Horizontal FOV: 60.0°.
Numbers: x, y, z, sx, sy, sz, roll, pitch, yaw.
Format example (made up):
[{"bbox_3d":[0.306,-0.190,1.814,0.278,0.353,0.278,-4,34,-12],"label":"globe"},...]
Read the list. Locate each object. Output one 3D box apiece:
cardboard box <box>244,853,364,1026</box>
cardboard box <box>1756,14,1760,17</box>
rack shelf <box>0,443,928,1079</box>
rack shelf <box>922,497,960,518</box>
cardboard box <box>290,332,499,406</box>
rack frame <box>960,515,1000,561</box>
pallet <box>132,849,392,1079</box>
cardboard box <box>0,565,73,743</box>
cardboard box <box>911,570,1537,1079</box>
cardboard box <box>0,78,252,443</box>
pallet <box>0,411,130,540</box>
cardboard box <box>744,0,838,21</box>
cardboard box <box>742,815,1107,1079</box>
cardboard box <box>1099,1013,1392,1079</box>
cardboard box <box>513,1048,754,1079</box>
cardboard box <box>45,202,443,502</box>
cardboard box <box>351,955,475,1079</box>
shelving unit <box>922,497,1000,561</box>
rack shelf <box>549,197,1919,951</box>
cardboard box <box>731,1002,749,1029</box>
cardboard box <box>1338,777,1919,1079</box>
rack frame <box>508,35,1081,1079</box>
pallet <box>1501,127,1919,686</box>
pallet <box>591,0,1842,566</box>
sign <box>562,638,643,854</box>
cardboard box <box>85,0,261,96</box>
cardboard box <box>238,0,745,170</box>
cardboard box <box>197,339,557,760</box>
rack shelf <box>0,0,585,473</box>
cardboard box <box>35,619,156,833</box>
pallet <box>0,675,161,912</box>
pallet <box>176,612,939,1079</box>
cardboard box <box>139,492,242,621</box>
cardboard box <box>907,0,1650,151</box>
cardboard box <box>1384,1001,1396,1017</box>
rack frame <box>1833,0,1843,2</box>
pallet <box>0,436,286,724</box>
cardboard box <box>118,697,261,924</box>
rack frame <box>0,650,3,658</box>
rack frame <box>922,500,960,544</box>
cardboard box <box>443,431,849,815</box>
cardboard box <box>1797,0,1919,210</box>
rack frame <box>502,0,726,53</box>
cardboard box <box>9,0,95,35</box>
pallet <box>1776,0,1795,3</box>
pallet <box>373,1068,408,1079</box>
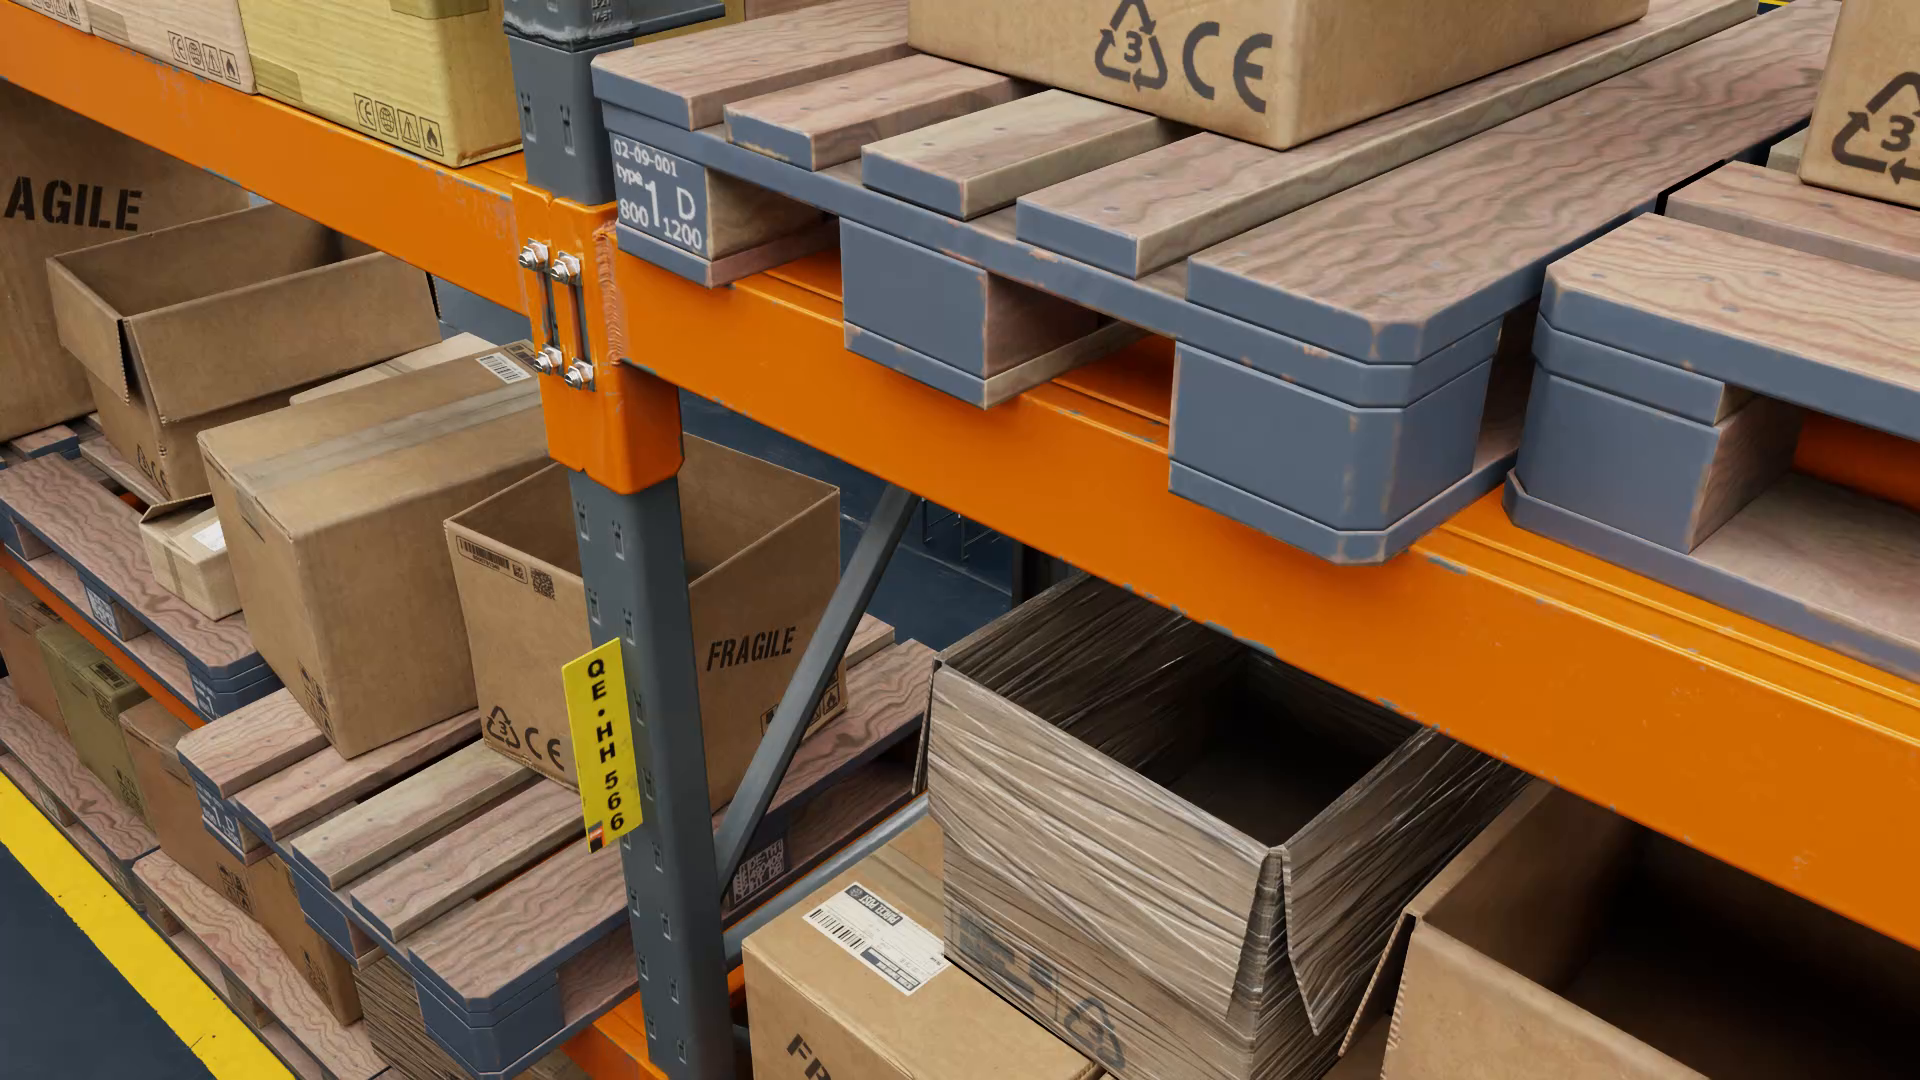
[{"bbox_3d":[-1.491,0.818,4.480,0.700,0.500,0.500,-26,39,-36],"label":"cardboard box"},{"bbox_3d":[5.170,-3.316,11.065,0.500,0.311,0.500,24,39,35],"label":"cardboard box"},{"bbox_3d":[-1.618,0.156,4.279,4.000,0.370,1.077,25,39,35],"label":"rack shelf"},{"bbox_3d":[0.006,-0.200,6.623,0.200,0.077,0.258,25,39,35],"label":"rack shelf"},{"bbox_3d":[-1.224,-0.243,3.984,0.500,0.250,0.500,24,38,34],"label":"cardboard box"},{"bbox_3d":[0.081,-0.348,6.455,0.006,0.900,0.240,25,39,35],"label":"rack frame"},{"bbox_3d":[-1.614,1.042,4.815,1.213,0.211,1.003,25,39,35],"label":"pallet"},{"bbox_3d":[-2.661,0.259,5.408,0.500,0.500,0.700,22,37,32],"label":"cardboard box"},{"bbox_3d":[0.396,0.327,2.229,0.637,0.503,0.797,27,40,37],"label":"cardboard box"},{"bbox_3d":[-2.606,-0.952,4.435,1.000,1.000,1.000,25,39,35],"label":"cardboard box"},{"bbox_3d":[-2.632,-0.442,4.761,1.213,0.211,1.003,25,39,35],"label":"pallet"},{"bbox_3d":[-0.313,-0.941,2.641,0.500,0.250,0.500,26,40,36],"label":"cardboard box"},{"bbox_3d":[0.042,0.770,2.466,0.500,0.500,0.500,26,40,36],"label":"cardboard box"},{"bbox_3d":[0.426,0.947,2.171,0.500,0.500,0.500,24,38,34],"label":"cardboard box"},{"bbox_3d":[-0.646,1.198,3.848,0.500,0.500,0.700,23,38,33],"label":"cardboard box"},{"bbox_3d":[-1.754,-0.504,4.171,0.797,0.503,0.637,-25,39,-35],"label":"cardboard box"},{"bbox_3d":[-1.066,1.011,4.159,0.500,0.500,0.700,21,37,31],"label":"cardboard box"},{"bbox_3d":[0.006,-0.383,6.513,0.210,0.900,0.258,25,39,35],"label":"shelving unit"},{"bbox_3d":[1.347,0.256,1.206,4.000,0.370,1.077,25,39,35],"label":"rack shelf"},{"bbox_3d":[-0.653,0.881,3.648,0.500,0.250,0.500,27,40,37],"label":"cardboard box"},{"bbox_3d":[0.877,0.554,1.853,0.637,0.503,0.797,26,40,36],"label":"cardboard box"},{"bbox_3d":[-0.136,0.540,2.944,0.127,3.000,1.000,25,39,35],"label":"rack frame"},{"bbox_3d":[1.208,-0.075,1.242,1.213,0.211,1.003,27,40,37],"label":"pallet"},{"bbox_3d":[0.377,-0.461,1.883,1.003,0.211,1.213,27,40,37],"label":"pallet"},{"bbox_3d":[-0.493,0.289,2.316,0.005,0.325,0.100,25,39,35],"label":"sign"},{"bbox_3d":[-1.030,-0.918,2.603,0.500,0.250,0.500,25,39,35],"label":"cardboard box"},{"bbox_3d":[-0.653,-0.751,2.327,0.500,0.250,0.500,25,39,35],"label":"cardboard box"},{"bbox_3d":[-1.044,-0.009,3.353,0.700,0.500,0.500,-23,38,-33],"label":"cardboard box"},{"bbox_3d":[-1.618,-1.129,3.506,4.000,0.370,1.077,25,39,35],"label":"rack shelf"},{"bbox_3d":[-2.320,0.431,5.122,0.500,0.500,0.700,25,39,35],"label":"cardboard box"},{"bbox_3d":[-2.523,0.619,5.516,1.213,0.211,1.003,25,39,35],"label":"pallet"},{"bbox_3d":[-0.735,0.417,3.336,1.003,0.211,1.213,25,39,35],"label":"pallet"},{"bbox_3d":[-1.553,-0.056,3.658,0.258,0.266,0.396,24,38,34],"label":"cardboard box"},{"bbox_3d":[0.365,-0.785,1.731,0.797,0.503,0.637,-27,40,-37],"label":"cardboard box"},{"bbox_3d":[0.762,0.748,2.502,0.500,0.500,0.500,25,39,35],"label":"cardboard box"},{"bbox_3d":[3.188,-1.354,6.090,0.127,3.000,1.000,25,39,35],"label":"rack frame"},{"bbox_3d":[-1.631,-0.047,4.106,1.213,0.211,1.003,25,39,35],"label":"pallet"},{"bbox_3d":[-1.904,0.625,4.801,0.500,0.500,0.700,21,37,31],"label":"cardboard box"},{"bbox_3d":[-3.101,-0.844,5.244,0.127,3.000,1.000,25,39,35],"label":"rack frame"},{"bbox_3d":[-0.069,-0.418,6.572,0.006,0.900,0.240,25,39,35],"label":"rack frame"},{"bbox_3d":[-0.563,0.146,3.095,0.500,0.500,0.500,20,36,29],"label":"cardboard box"},{"bbox_3d":[1.064,-0.519,1.291,0.500,0.500,0.500,-27,40,-37],"label":"cardboard box"},{"bbox_3d":[-0.136,-2.030,1.397,0.127,3.000,1.000,25,39,35],"label":"rack frame"},{"bbox_3d":[-1.400,-1.093,2.894,0.500,0.250,0.500,26,40,36],"label":"cardboard box"},{"bbox_3d":[7.448,-5.063,14.955,1.213,0.211,1.003,25,39,35],"label":"pallet"},{"bbox_3d":[-0.714,1.464,4.114,1.213,0.211,1.003,25,39,35],"label":"pallet"}]
